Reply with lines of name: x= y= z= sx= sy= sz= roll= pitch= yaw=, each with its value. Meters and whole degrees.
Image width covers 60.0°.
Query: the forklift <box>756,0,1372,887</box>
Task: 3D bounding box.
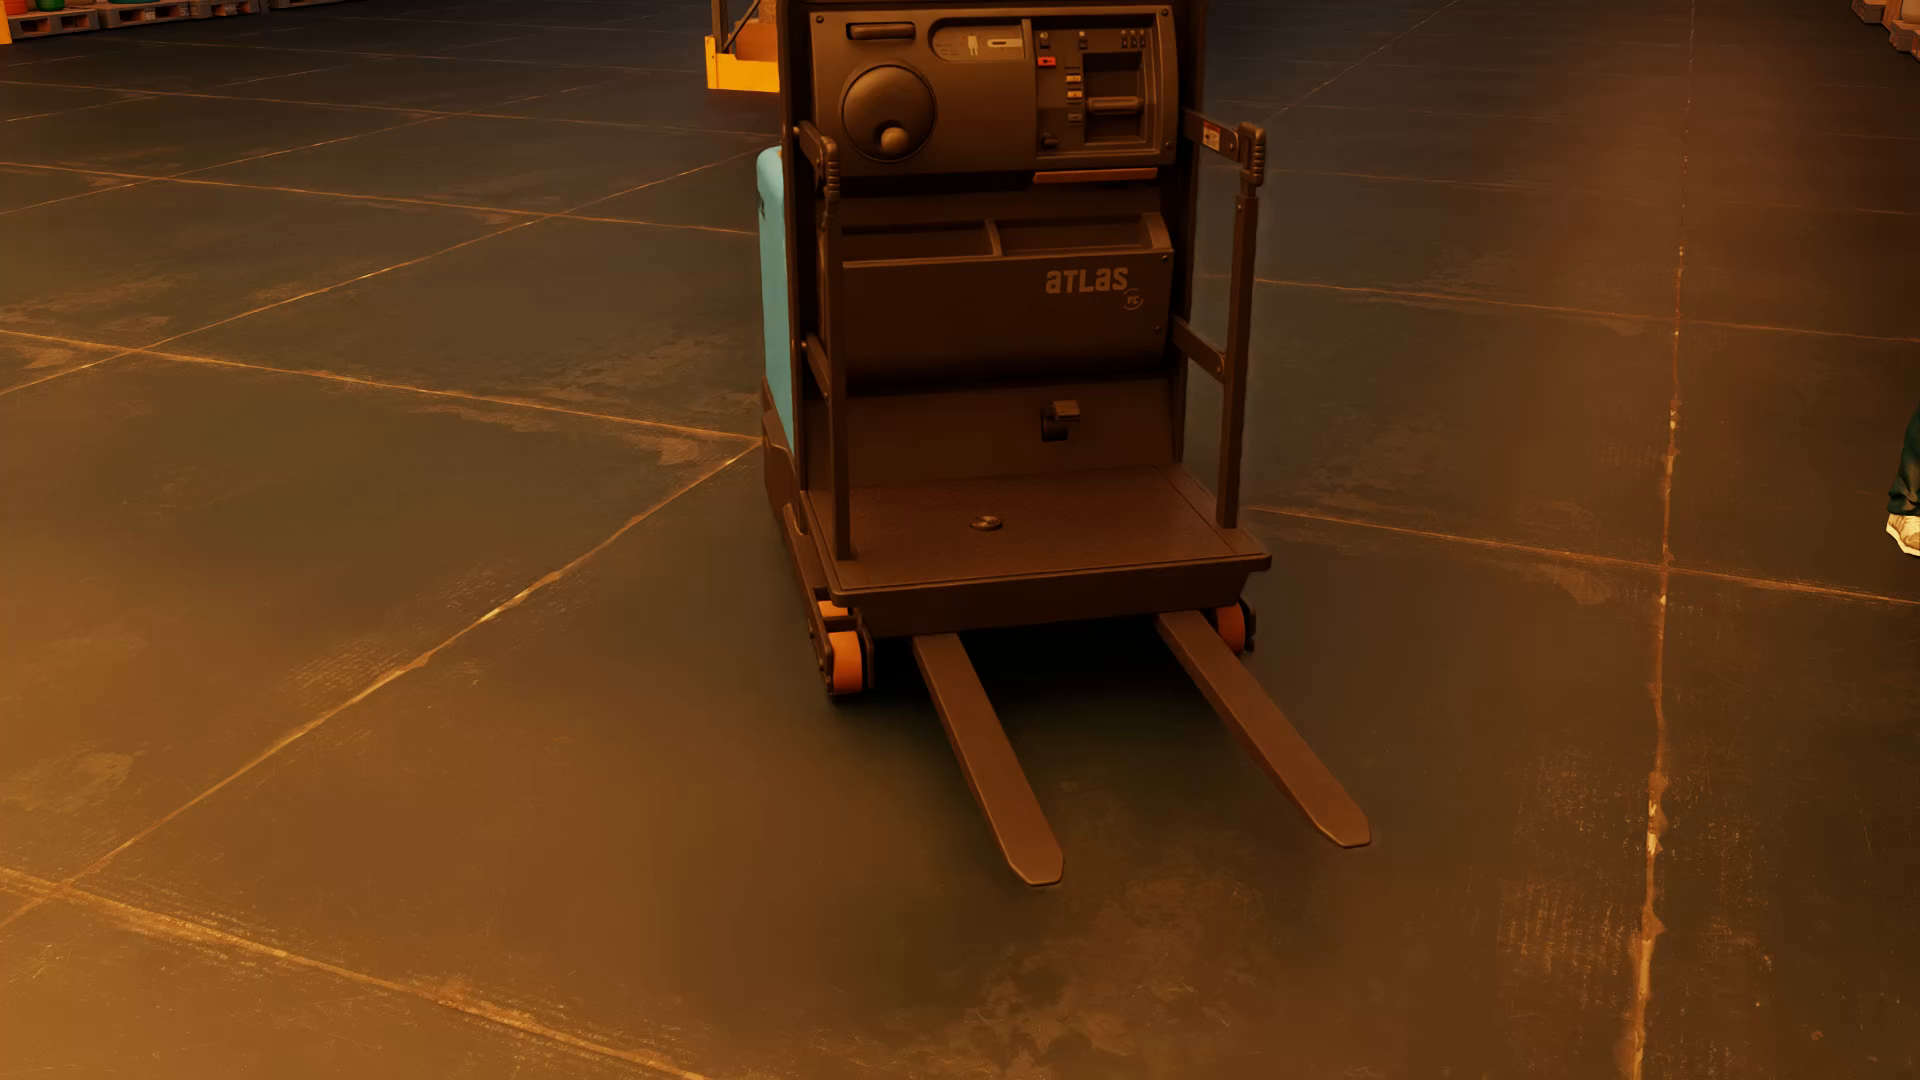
forklift: x=0.140 y=-1.118 z=3.968 sx=1.130 sy=2.935 sz=3.031 roll=-5 pitch=23 yaw=-11

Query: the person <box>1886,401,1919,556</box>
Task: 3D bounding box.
person: x=3.023 y=-0.738 z=4.786 sx=0.409 sy=1.602 sz=0.326 roll=-4 pitch=23 yaw=-9
